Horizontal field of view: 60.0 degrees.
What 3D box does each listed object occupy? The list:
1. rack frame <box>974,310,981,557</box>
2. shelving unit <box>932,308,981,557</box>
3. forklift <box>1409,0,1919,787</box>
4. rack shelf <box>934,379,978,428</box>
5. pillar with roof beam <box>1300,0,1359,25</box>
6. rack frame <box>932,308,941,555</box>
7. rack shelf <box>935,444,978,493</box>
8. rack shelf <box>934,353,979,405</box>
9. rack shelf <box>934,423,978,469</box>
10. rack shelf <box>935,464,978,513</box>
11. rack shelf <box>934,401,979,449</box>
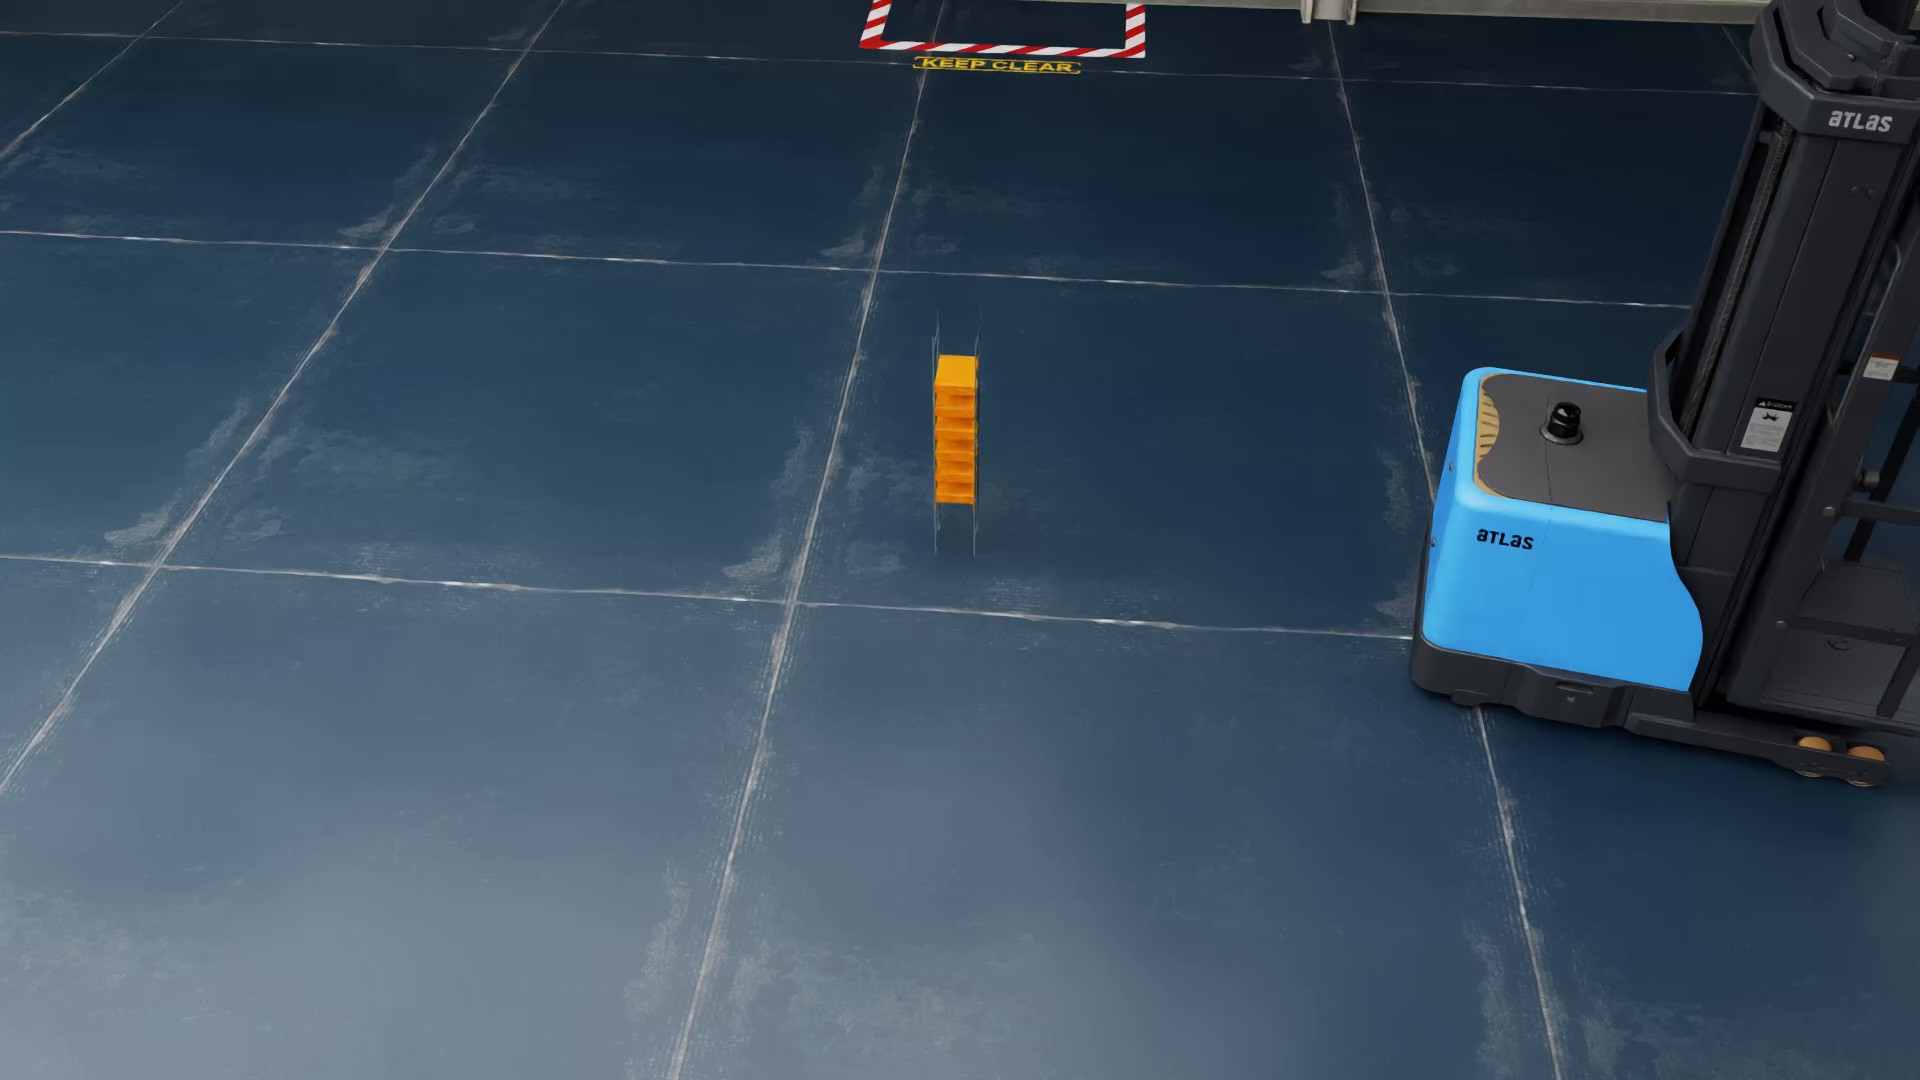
[{"bbox_3d":[0.077,-0.461,7.537,0.006,1.200,0.240,3,39,4],"label":"rack frame"},{"bbox_3d":[-0.014,-0.466,7.543,0.189,1.200,0.258,3,39,4],"label":"shelving unit"},{"bbox_3d":[3.496,-0.519,6.236,3.031,2.935,1.130,10,40,12],"label":"forklift"},{"bbox_3d":[-0.014,-0.618,7.419,0.180,0.103,0.258,3,39,4],"label":"rack shelf"},{"bbox_3d":[2.482,-4.853,6.754,0.400,9.000,9.100,3,39,4],"label":"pillar with roof beam"},{"bbox_3d":[-0.106,-0.471,7.549,0.006,1.200,0.240,3,39,4],"label":"rack frame"},{"bbox_3d":[-0.014,-0.339,7.646,0.180,0.103,0.258,3,39,4],"label":"rack shelf"},{"bbox_3d":[-0.014,-0.711,7.343,0.180,0.103,0.258,3,39,4],"label":"rack shelf"},{"bbox_3d":[-0.014,-0.432,7.571,0.180,0.103,0.258,3,39,4],"label":"rack shelf"},{"bbox_3d":[-0.014,-0.246,7.722,0.180,0.103,0.258,3,39,4],"label":"rack shelf"},{"bbox_3d":[-0.014,-0.525,7.495,0.180,0.103,0.258,3,39,4],"label":"rack shelf"}]
